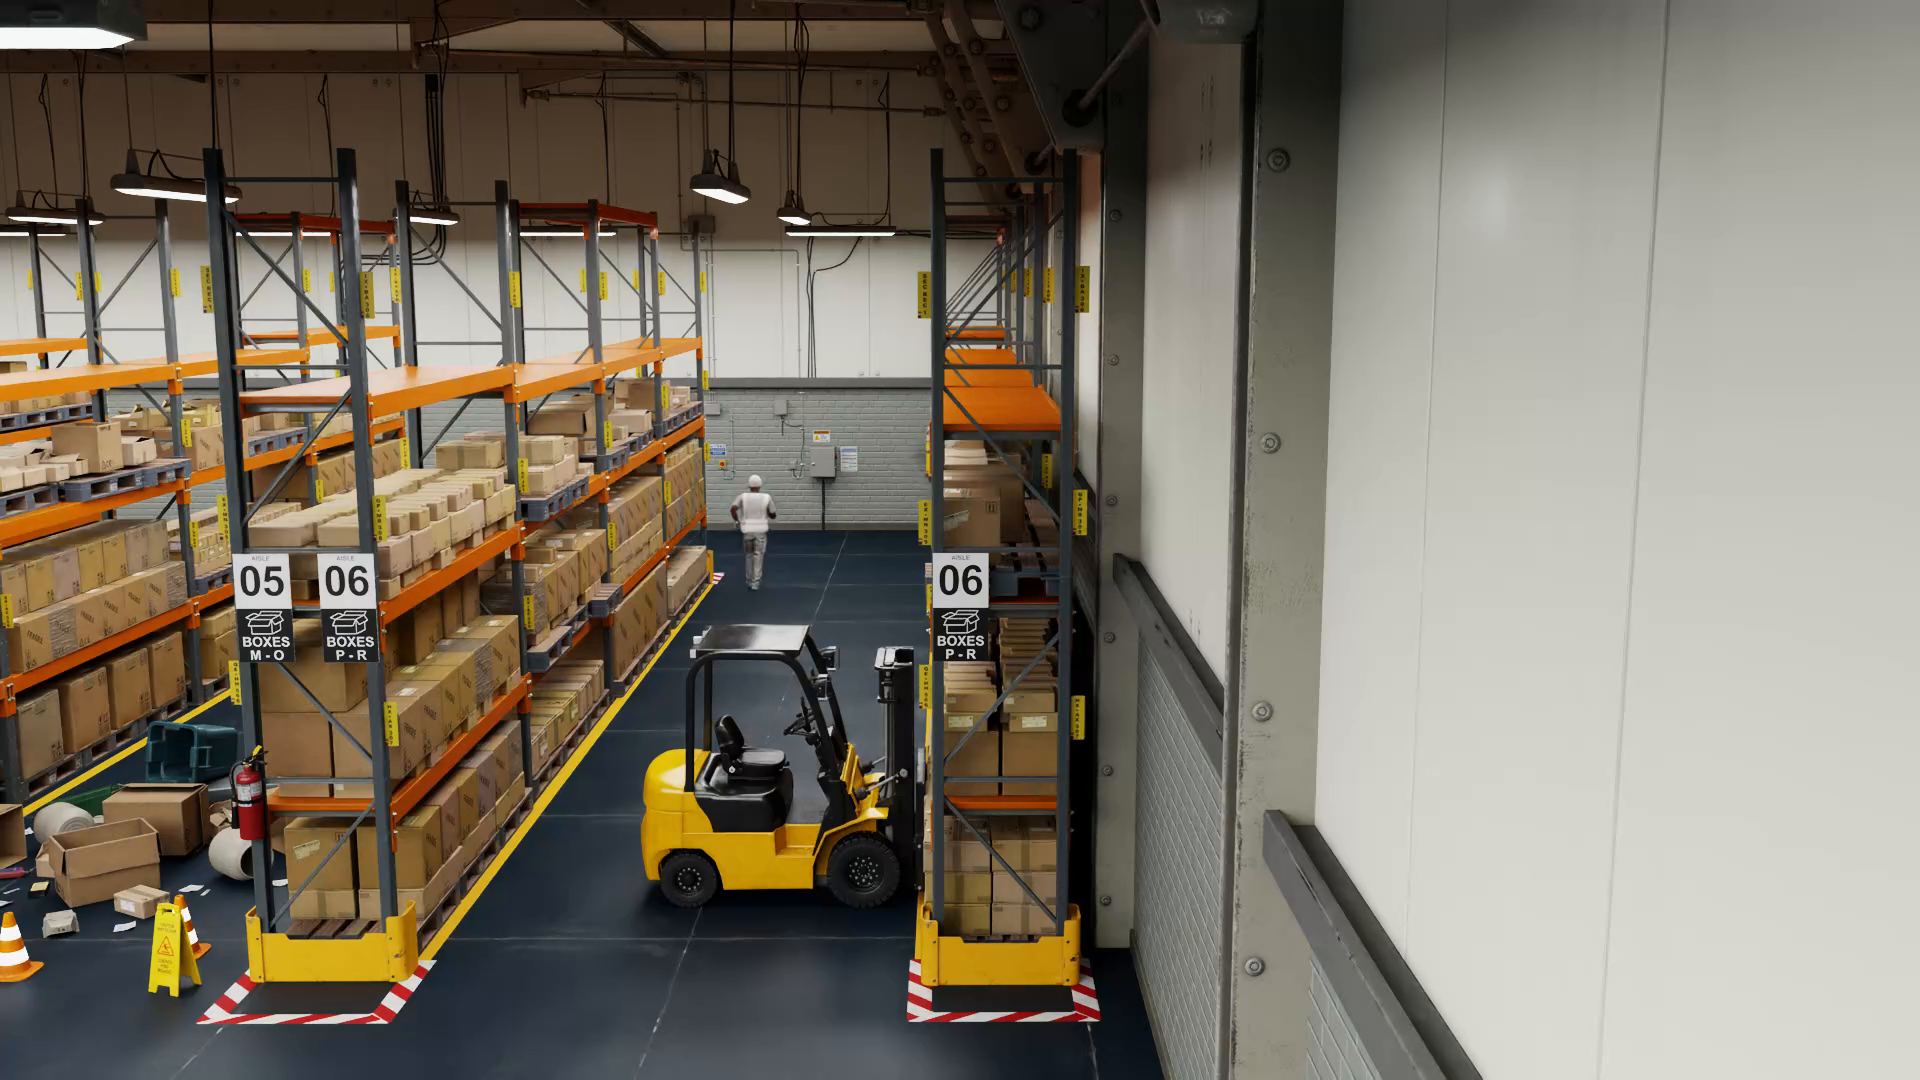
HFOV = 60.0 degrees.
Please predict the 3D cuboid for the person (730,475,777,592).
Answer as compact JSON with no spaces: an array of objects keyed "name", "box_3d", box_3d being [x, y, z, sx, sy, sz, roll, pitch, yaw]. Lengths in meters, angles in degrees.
[{"name":"person","box_3d":[-3.134,-0.061,25.462,0.660,1.881,0.771,0,9,3]}]
